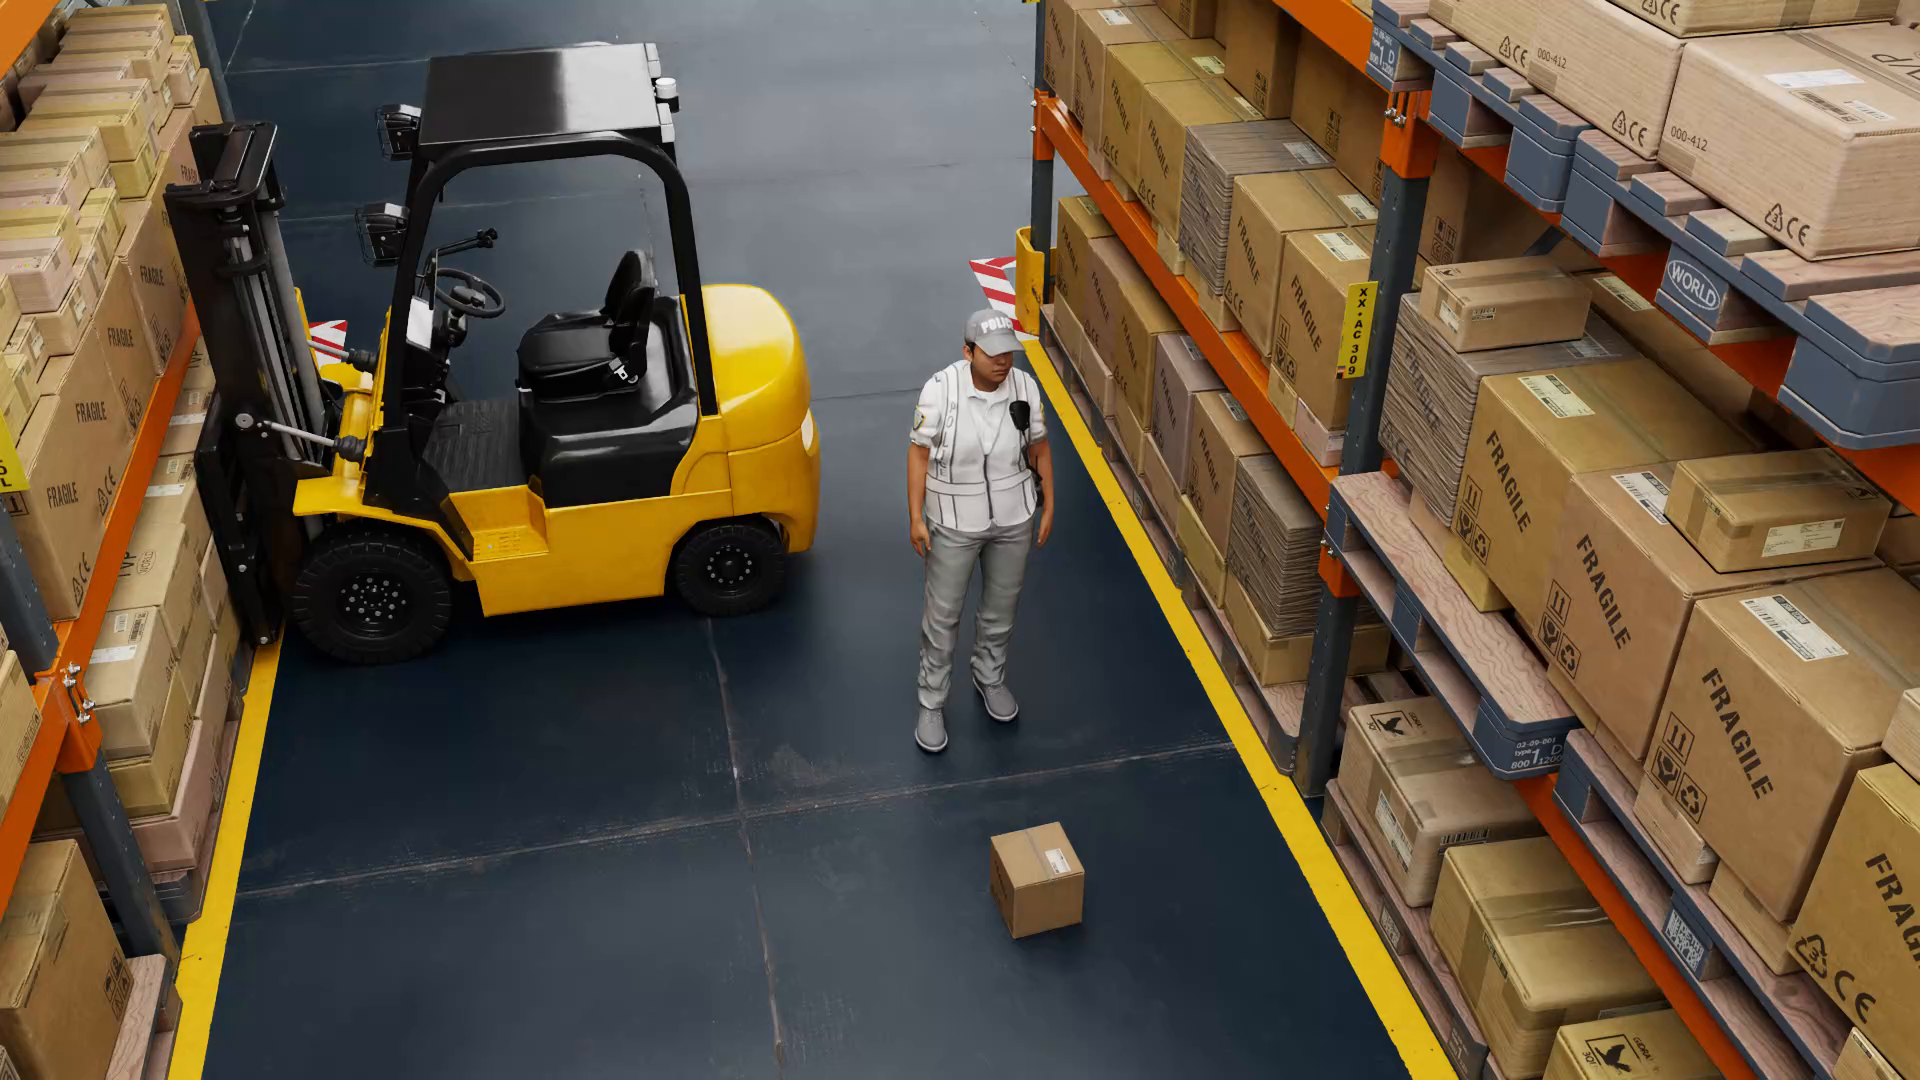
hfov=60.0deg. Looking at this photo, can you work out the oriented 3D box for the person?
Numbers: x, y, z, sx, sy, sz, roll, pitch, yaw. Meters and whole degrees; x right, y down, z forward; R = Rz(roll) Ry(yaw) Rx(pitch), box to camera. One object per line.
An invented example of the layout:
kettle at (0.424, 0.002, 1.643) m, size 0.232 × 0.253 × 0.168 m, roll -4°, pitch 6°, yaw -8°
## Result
person at (0.079, -0.040, 6.179) m, size 0.599 × 1.671 × 0.529 m, roll -8°, pitch 35°, yaw -11°
